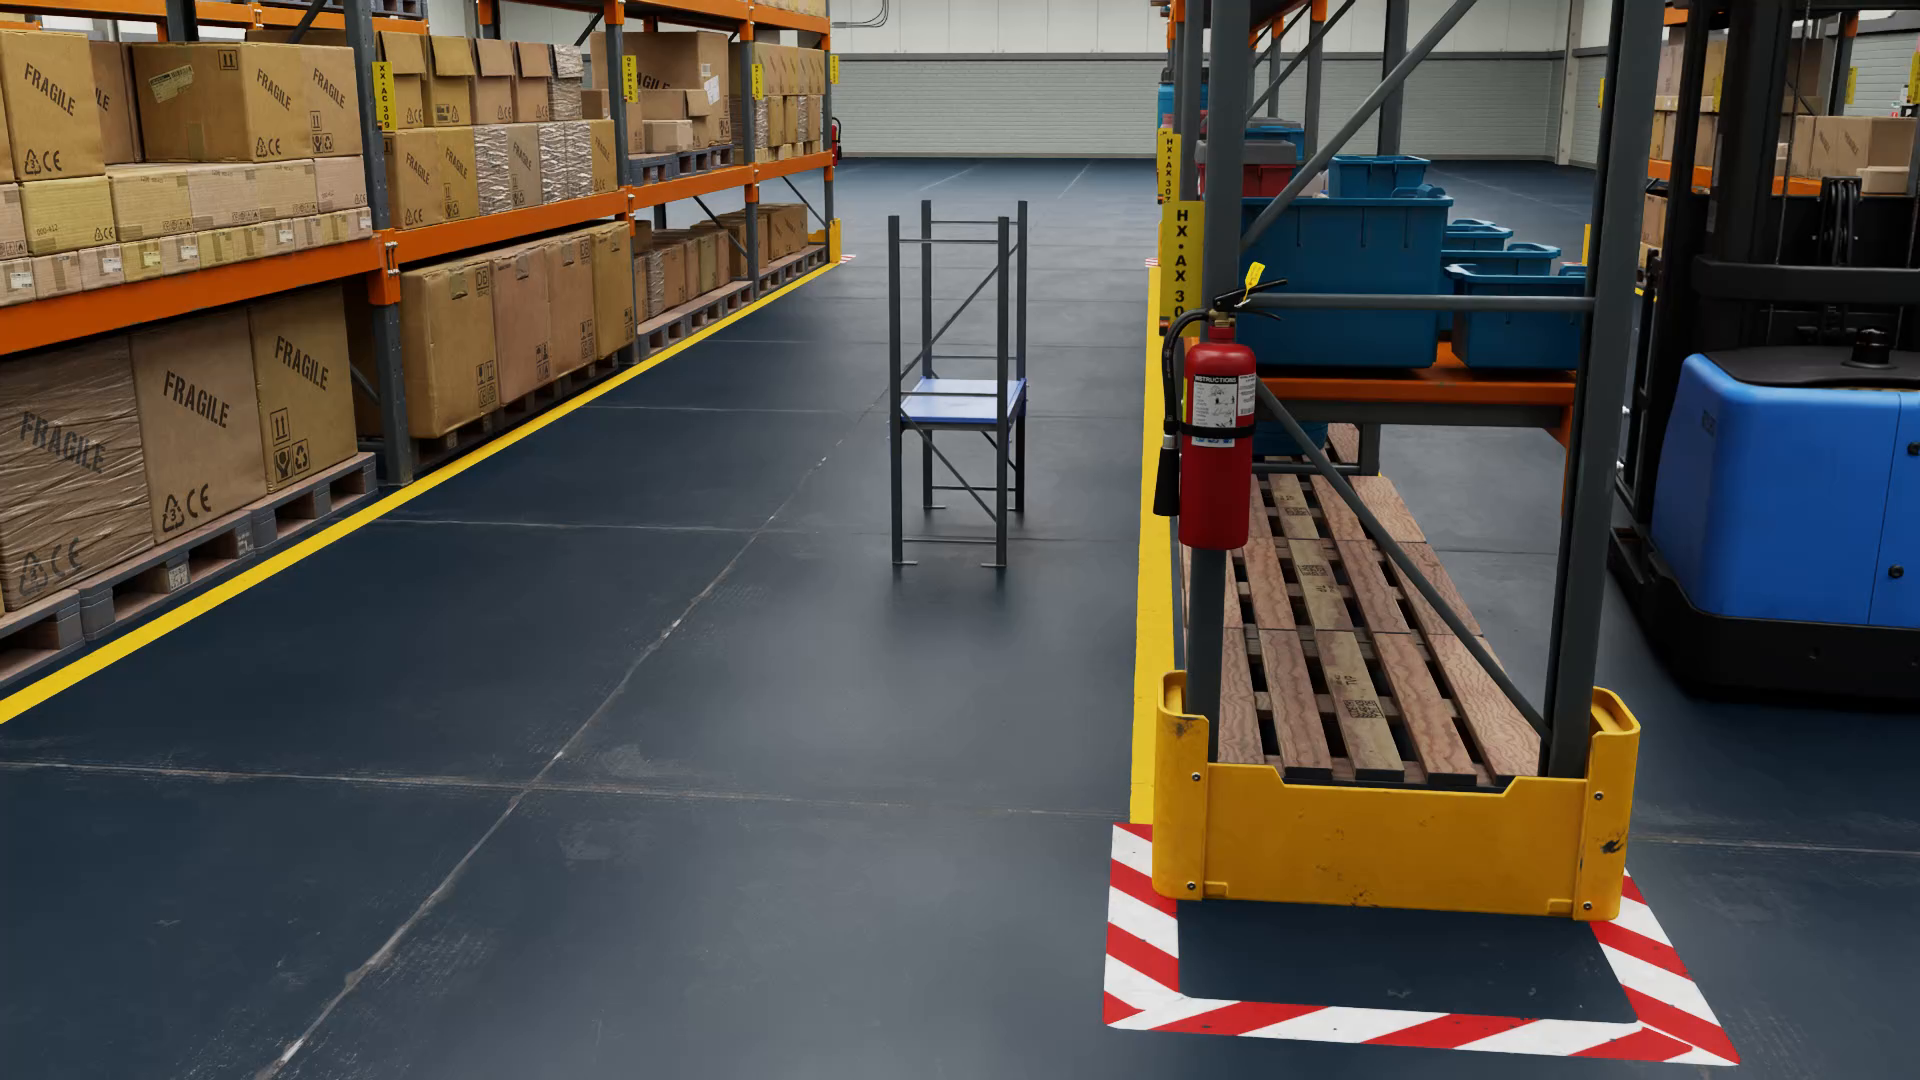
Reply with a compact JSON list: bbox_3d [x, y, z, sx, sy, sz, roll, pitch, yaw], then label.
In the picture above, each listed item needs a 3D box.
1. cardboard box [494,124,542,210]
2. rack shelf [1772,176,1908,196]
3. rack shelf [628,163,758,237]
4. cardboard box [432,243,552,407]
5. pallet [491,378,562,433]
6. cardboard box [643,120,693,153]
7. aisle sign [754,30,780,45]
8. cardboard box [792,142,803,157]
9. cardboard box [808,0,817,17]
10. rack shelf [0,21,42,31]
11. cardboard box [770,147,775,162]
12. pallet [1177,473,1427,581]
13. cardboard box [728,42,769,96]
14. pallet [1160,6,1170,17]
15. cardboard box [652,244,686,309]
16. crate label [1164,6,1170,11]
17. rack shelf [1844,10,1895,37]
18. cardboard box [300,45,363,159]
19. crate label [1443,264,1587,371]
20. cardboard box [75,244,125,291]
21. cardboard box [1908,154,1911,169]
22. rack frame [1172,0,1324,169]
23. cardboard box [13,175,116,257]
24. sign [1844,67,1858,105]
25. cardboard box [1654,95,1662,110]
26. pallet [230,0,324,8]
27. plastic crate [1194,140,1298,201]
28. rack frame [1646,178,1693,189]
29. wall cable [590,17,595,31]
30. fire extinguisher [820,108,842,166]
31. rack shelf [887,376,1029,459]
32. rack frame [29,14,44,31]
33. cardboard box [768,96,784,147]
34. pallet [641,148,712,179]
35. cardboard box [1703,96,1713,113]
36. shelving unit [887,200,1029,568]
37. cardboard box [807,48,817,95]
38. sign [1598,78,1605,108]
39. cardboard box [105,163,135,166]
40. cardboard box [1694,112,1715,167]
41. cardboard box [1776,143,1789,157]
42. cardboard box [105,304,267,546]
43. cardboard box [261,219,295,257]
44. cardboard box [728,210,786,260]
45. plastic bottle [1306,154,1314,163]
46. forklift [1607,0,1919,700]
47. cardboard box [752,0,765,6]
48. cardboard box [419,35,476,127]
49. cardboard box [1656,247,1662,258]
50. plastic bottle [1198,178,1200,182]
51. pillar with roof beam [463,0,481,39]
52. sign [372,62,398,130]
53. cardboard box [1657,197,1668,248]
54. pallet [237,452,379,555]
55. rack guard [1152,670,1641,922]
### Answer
[{"bbox_3d":[-2.920,-2.301,10.235,0.500,0.500,0.500,2,15,7],"label":"cardboard box"},{"bbox_3d":[7.134,-2.663,13.141,1.077,0.370,4.000,2,15,6],"label":"rack shelf"},{"bbox_3d":[-2.709,-2.956,14.224,1.077,0.370,4.000,2,15,6],"label":"rack shelf"},{"bbox_3d":[-3.233,-1.322,10.071,1.225,0.875,0.875,1,15,4],"label":"cardboard box"},{"bbox_3d":[-3.238,-0.920,10.661,1.003,0.211,1.213,2,15,6],"label":"pallet"},{"bbox_3d":[-2.517,-3.342,13.759,0.500,0.250,0.500,1,15,5],"label":"cardboard box"},{"bbox_3d":[-2.323,-6.139,19.638,0.394,0.787,0.004,2,15,6],"label":"aisle sign"},{"bbox_3d":[-1.924,-4.266,18.172,0.380,0.149,0.250,2,15,6],"label":"cardboard box"},{"bbox_3d":[-1.887,-5.973,18.544,0.500,0.250,0.500,2,15,7],"label":"cardboard box"},{"bbox_3d":[-12.104,-5.733,18.749,1.077,0.370,4.000,2,15,6],"label":"rack shelf"},{"bbox_3d":[-2.099,-3.942,16.977,0.380,0.149,0.250,2,15,6],"label":"cardboard box"},{"bbox_3d":[1.491,-0.063,7.490,1.003,0.211,1.213,2,15,6],"label":"pallet"},{"bbox_3d":[-2.180,-4.605,16.270,0.500,0.500,0.500,2,15,6],"label":"cardboard box"},{"bbox_3d":[2.699,-5.858,18.196,1.003,0.211,1.213,2,15,6],"label":"pallet"},{"bbox_3d":[-2.772,-2.256,14.204,0.700,0.500,0.500,3,15,11],"label":"cardboard box"},{"bbox_3d":[2.350,-5.614,17.214,0.502,0.251,0.408,2,15,6],"label":"crate label"},{"bbox_3d":[7.134,-4.111,12.750,1.077,0.370,4.000,2,15,6],"label":"rack shelf"},{"bbox_3d":[-3.172,-2.053,7.788,0.500,0.500,0.500,2,15,8],"label":"cardboard box"},{"bbox_3d":[1.439,-0.566,4.214,0.416,0.233,0.303,2,15,6],"label":"crate label"},{"bbox_3d":[-3.326,-1.004,6.109,0.380,0.149,0.250,2,15,6],"label":"cardboard box"},{"bbox_3d":[7.202,-2.675,11.978,0.500,0.311,0.500,2,15,6],"label":"cardboard box"},{"bbox_3d":[1.987,-2.638,11.672,1.000,3.000,0.127,2,15,6],"label":"rack frame"},{"bbox_3d":[-3.402,-1.162,5.931,0.500,0.250,0.500,1,15,4],"label":"cardboard box"},{"bbox_3d":[7.900,-4.036,14.775,0.100,0.325,0.005,2,15,6],"label":"sign"},{"bbox_3d":[7.438,-4.564,17.362,0.380,0.149,0.250,1,15,4],"label":"cardboard box"},{"bbox_3d":[-7.297,-5.611,17.089,1.003,0.211,1.213,2,15,6],"label":"pallet"},{"bbox_3d":[1.186,-1.436,6.990,0.402,0.464,0.583,2,15,6],"label":"plastic crate"},{"bbox_3d":[7.811,-4.566,18.803,1.000,3.000,0.127,2,15,6],"label":"rack frame"},{"bbox_3d":[-12.753,-15.045,52.011,3.097,2.526,0.112,2,15,6],"label":"wall cable"},{"bbox_3d":[-1.561,-4.838,19.955,0.296,0.674,0.183,2,15,6],"label":"fire extinguisher"},{"bbox_3d":[0.010,-0.572,7.595,0.538,0.185,1.000,2,15,6],"label":"rack shelf"},{"bbox_3d":[-11.878,-5.151,20.965,1.000,3.000,0.127,2,15,6],"label":"rack frame"},{"bbox_3d":[-2.279,-4.257,16.897,0.875,0.500,0.500,2,15,6],"label":"cardboard box"},{"bbox_3d":[-2.752,-3.206,14.140,1.003,0.211,1.213,2,15,6],"label":"pallet"},{"bbox_3d":[7.234,-4.099,15.641,0.380,0.149,0.250,1,15,5],"label":"cardboard box"},{"bbox_3d":[0.010,-0.746,7.548,0.538,1.500,1.048,2,15,6],"label":"shelving unit"},{"bbox_3d":[-1.899,-5.254,18.668,0.500,0.500,0.500,2,15,6],"label":"cardboard box"},{"bbox_3d":[7.260,-5.040,18.745,0.100,0.325,0.005,2,15,6],"label":"sign"},{"bbox_3d":[-3.813,-1.440,6.960,0.500,0.250,0.500,2,15,8],"label":"cardboard box"},{"bbox_3d":[7.457,-3.829,15.886,0.700,0.500,0.500,2,15,6],"label":"cardboard box"},{"bbox_3d":[7.347,-3.327,14.508,0.500,0.250,0.500,3,15,10],"label":"cardboard box"},{"bbox_3d":[-3.641,-0.522,7.110,0.875,0.875,0.875,2,15,6],"label":"cardboard box"},{"bbox_3d":[-3.182,-1.337,7.340,0.380,0.149,0.250,2,15,7],"label":"cardboard box"},{"bbox_3d":[-2.242,-3.376,18.384,0.500,0.500,0.500,3,15,11],"label":"cardboard box"},{"bbox_3d":[2.365,-2.464,11.253,0.061,0.283,0.133,2,15,6],"label":"plastic bottle"},{"bbox_3d":[3.313,-1.216,6.545,1.130,2.935,3.031,4,16,13],"label":"forklift"},{"bbox_3d":[-2.178,-5.306,16.080,0.500,0.250,0.500,1,15,4],"label":"cardboard box"},{"bbox_3d":[-3.233,-2.623,9.502,0.797,0.503,0.637,2,15,7],"label":"cardboard box"},{"bbox_3d":[7.303,-2.790,16.698,0.500,0.250,0.500,2,15,6],"label":"cardboard box"},{"bbox_3d":[1.314,-1.825,8.759,0.144,0.351,0.185,2,15,6],"label":"plastic bottle"},{"bbox_3d":[-10.122,-15.692,48.455,9.100,9.000,0.400,2,15,6],"label":"pillar with roof beam"},{"bbox_3d":[-2.834,-2.187,8.193,0.100,0.325,0.005,2,15,6],"label":"sign"},{"bbox_3d":[7.315,-3.152,16.599,0.500,0.500,0.500,2,15,6],"label":"cardboard box"},{"bbox_3d":[-3.549,-0.206,8.018,1.003,0.211,1.213,2,15,6],"label":"pallet"},{"bbox_3d":[1.094,0.650,4.301,1.175,0.500,0.348,2,15,6],"label":"rack guard"}]
